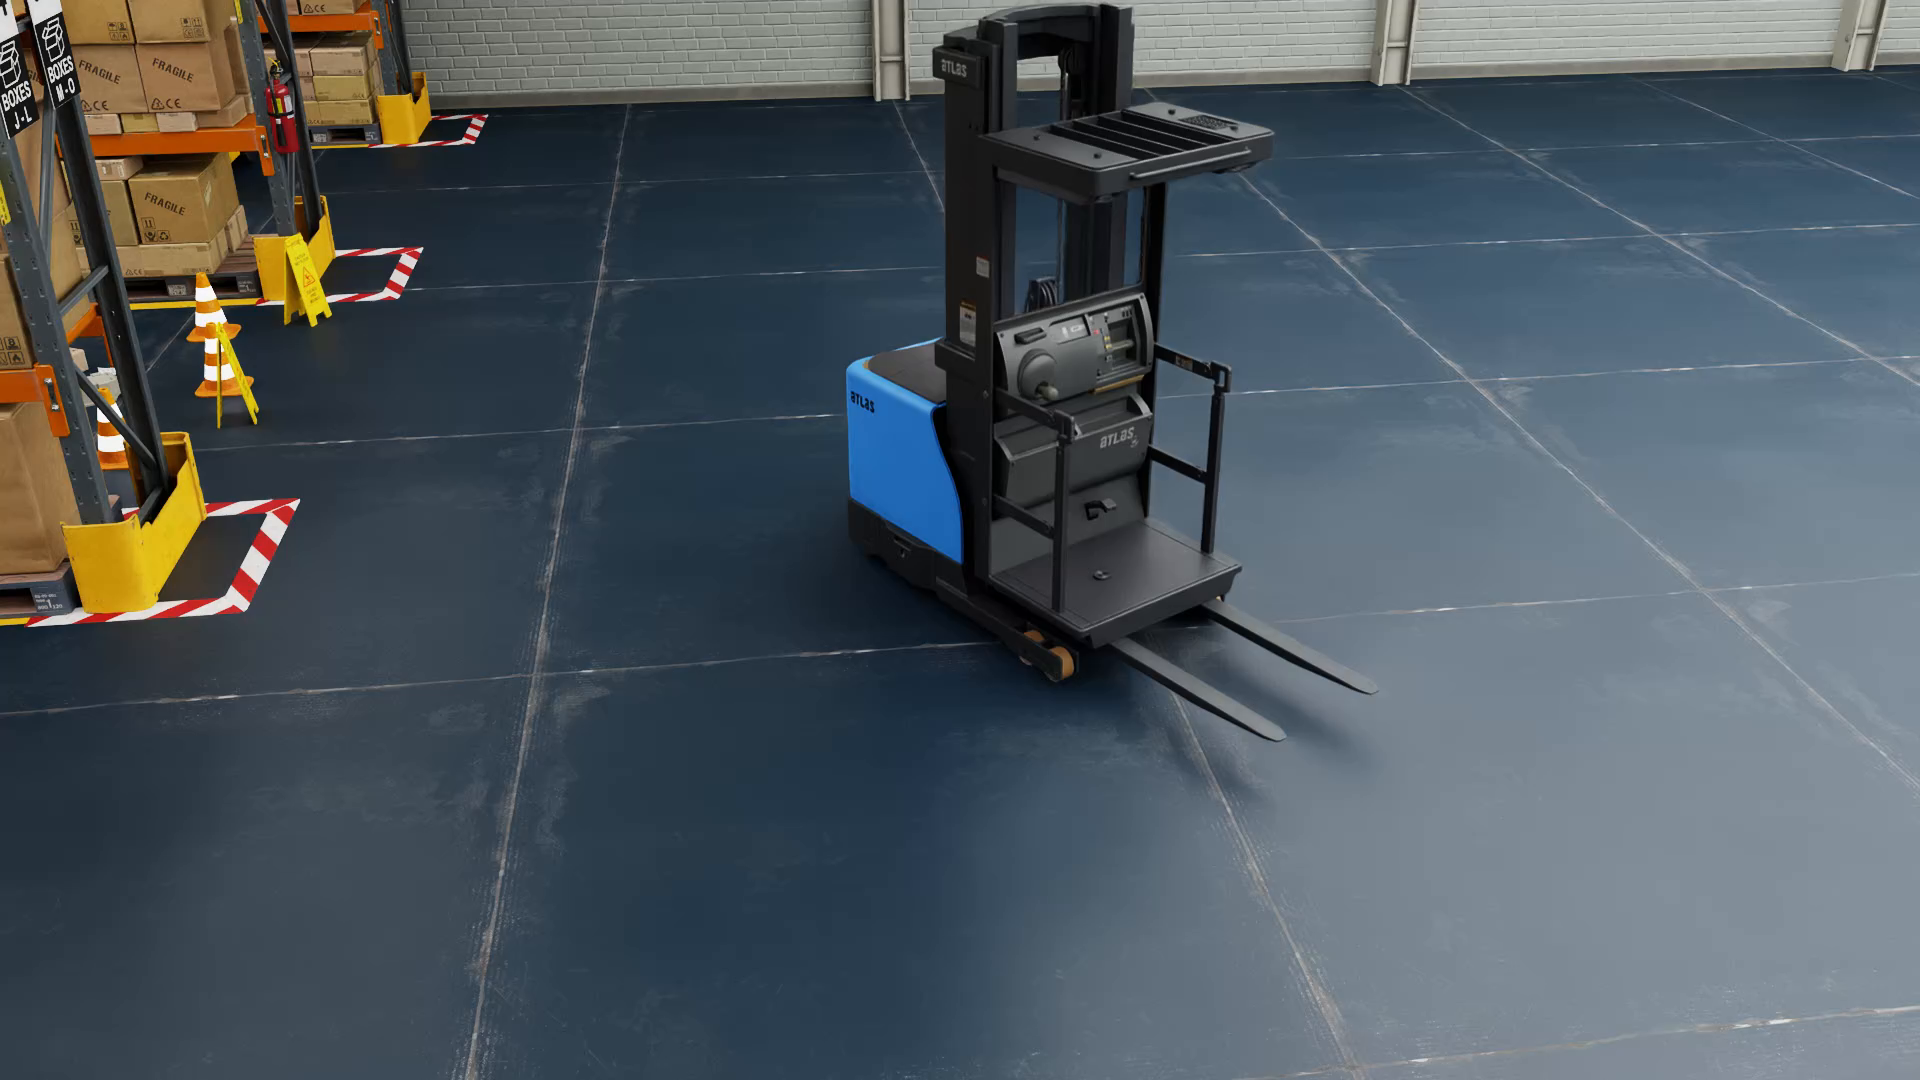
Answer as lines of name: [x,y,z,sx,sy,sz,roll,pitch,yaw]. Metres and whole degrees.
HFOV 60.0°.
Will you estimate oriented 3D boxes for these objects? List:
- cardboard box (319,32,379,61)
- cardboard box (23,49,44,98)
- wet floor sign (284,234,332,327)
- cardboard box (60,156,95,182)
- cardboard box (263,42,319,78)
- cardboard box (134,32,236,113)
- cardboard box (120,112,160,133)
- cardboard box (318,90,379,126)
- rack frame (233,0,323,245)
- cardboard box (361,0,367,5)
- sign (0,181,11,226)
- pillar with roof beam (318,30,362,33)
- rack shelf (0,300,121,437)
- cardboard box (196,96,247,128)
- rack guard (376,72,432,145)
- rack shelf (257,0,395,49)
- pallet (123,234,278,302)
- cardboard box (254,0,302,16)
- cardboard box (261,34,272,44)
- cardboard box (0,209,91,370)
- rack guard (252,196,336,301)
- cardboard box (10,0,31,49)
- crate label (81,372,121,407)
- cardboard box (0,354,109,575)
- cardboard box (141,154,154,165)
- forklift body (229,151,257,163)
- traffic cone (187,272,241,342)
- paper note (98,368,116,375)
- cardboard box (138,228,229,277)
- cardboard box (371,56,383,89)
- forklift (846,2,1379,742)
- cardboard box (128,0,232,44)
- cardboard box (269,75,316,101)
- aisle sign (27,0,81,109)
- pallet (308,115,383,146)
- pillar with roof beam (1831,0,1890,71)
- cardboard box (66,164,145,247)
cardboard box: [-6.419,-5.162,17.482,0.500,0.250,0.500,-4,27,-8]
cardboard box: [-6.713,-3.413,12.181,0.500,0.500,0.500,-4,27,-7]
wet floor sign: [-4.885,-1.936,12.317,0.232,0.644,0.267,6,28,11]
cardboard box: [-6.582,-2.804,12.449,0.250,0.149,0.380,-3,27,-6]
cardboard box: [-6.834,-4.902,16.974,0.500,0.250,0.500,-3,27,-6]
cardboard box: [-5.721,-3.473,12.298,0.500,0.500,0.500,-4,27,-8]
cardboard box: [-6.055,-3.150,12.379,0.250,0.149,0.380,-4,27,-8]
cardboard box: [-6.338,-4.490,17.266,0.500,0.250,0.500,-3,27,-7]
rack frame: [-5.222,-3.455,12.698,0.127,3.000,1.000,-4,27,-7]
cardboard box: [-6.446,-5.838,17.232,0.500,0.500,0.500,-3,27,-5]
sign: [-4.370,-1.598,7.552,0.005,0.325,0.100,-4,27,-7]
pillar with roof beam: [-6.132,-6.785,12.617,0.400,9.000,9.100,-4,27,-7]
rack shelf: [-6.413,-0.777,8.266,4.000,0.370,1.077,-4,27,-7]
cardboard box: [-5.562,-3.223,12.521,0.250,0.149,0.380,-3,27,-5]
rack guard: [-5.893,-4.588,17.645,0.348,0.500,1.175,-4,27,-7]
rack shelf: [-7.898,-5.252,16.988,4.000,0.370,1.077,-4,27,-7]
pallet: [-6.106,-2.174,13.256,1.213,0.211,1.003,-4,27,-7]
cardboard box: [-6.883,-5.565,16.700,0.500,0.500,0.500,-3,27,-5]
cardboard box: [-7.410,-5.102,17.364,0.500,0.250,0.500,-4,27,-7]
cardboard box: [-4.793,-1.247,8.230,0.550,0.550,0.875,-4,27,-7]
rack guard: [-5.297,-2.338,13.260,0.348,0.500,1.175,-4,27,-7]
cardboard box: [-6.690,-3.838,11.914,0.500,0.500,0.700,-4,27,-8]
crate label: [-5.746,-1.013,11.074,0.298,0.136,0.250,-20,33,-33]
cardboard box: [-5.094,-0.393,8.597,0.875,0.875,0.875,-4,27,-7]
cardboard box: [-6.600,-2.789,13.131,0.500,0.500,0.500,-5,28,-9]
forklift body: [-7.541,-4.376,15.423,1.214,2.155,2.313,-4,27,-7]
traffic cone: [-5.468,-1.716,12.088,0.334,0.463,0.336,-4,27,-7]
paper note: [-5.881,-1.174,11.505,0.142,0.019,0.148,-14,30,-25]
cardboard box: [-6.009,-2.244,12.890,0.500,0.250,0.500,-4,27,-7]
cardboard box: [-6.412,-4.949,17.614,0.500,0.250,0.500,-3,27,-6]
forklift: [0.687,-0.885,7.763,1.130,2.935,3.031,-20,33,-33]
cardboard box: [-5.697,-3.946,12.124,0.500,0.500,0.700,-4,27,-8]
cardboard box: [-6.854,-4.686,17.100,0.500,0.250,0.500,-4,27,-8]
aisle sign: [-4.404,-2.521,8.029,0.004,0.787,0.394,-4,27,-7]
pallet: [-6.669,-4.391,17.576,1.213,0.211,1.003,-4,27,-7]
pillar with roof beam: [11.692,-7.930,14.848,0.400,9.000,9.100,-4,27,-7]
cardboard box: [-6.495,-2.549,12.662,0.500,0.500,0.500,-3,27,-5]
